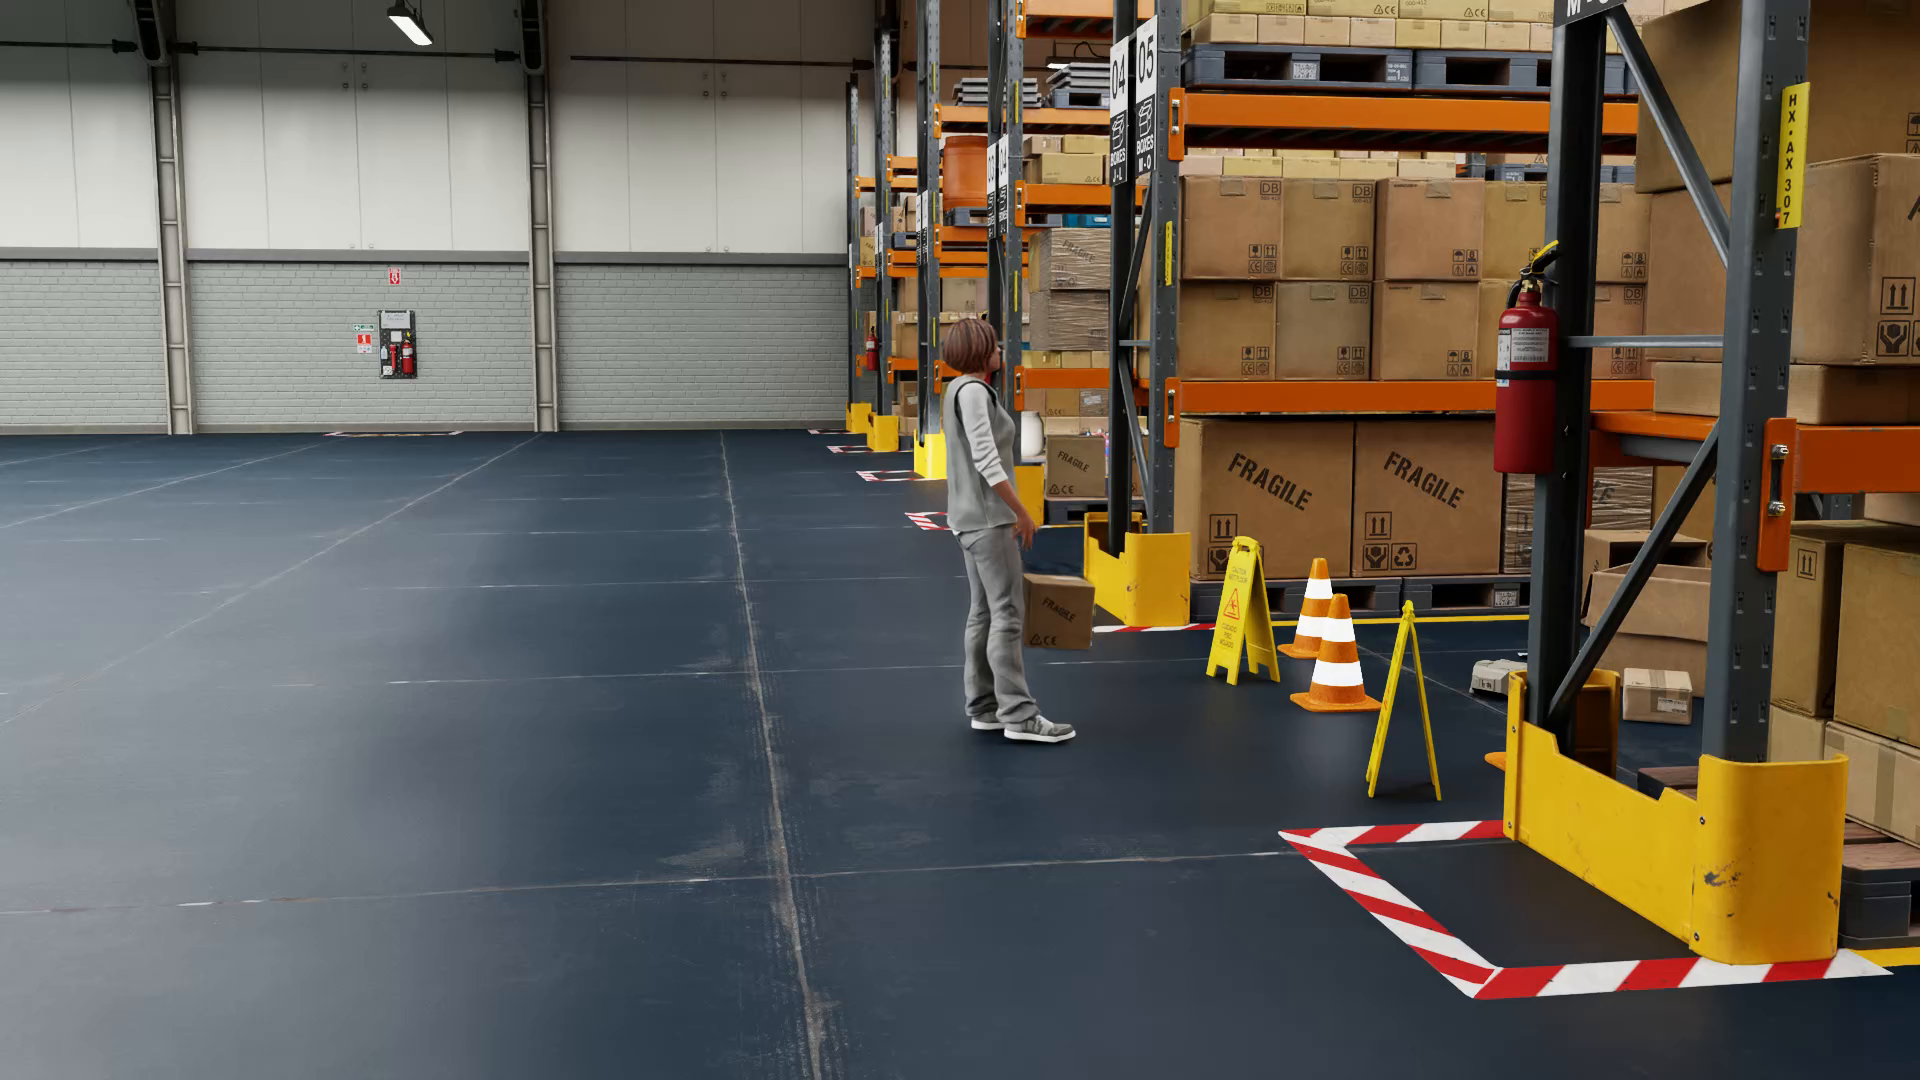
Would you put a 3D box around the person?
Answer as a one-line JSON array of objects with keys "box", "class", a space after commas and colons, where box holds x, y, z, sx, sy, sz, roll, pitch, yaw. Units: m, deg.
[{"box": [0.174, -0.039, 6.382, 0.473, 1.574, 0.501, -1, 7, -9], "class": "person"}]
